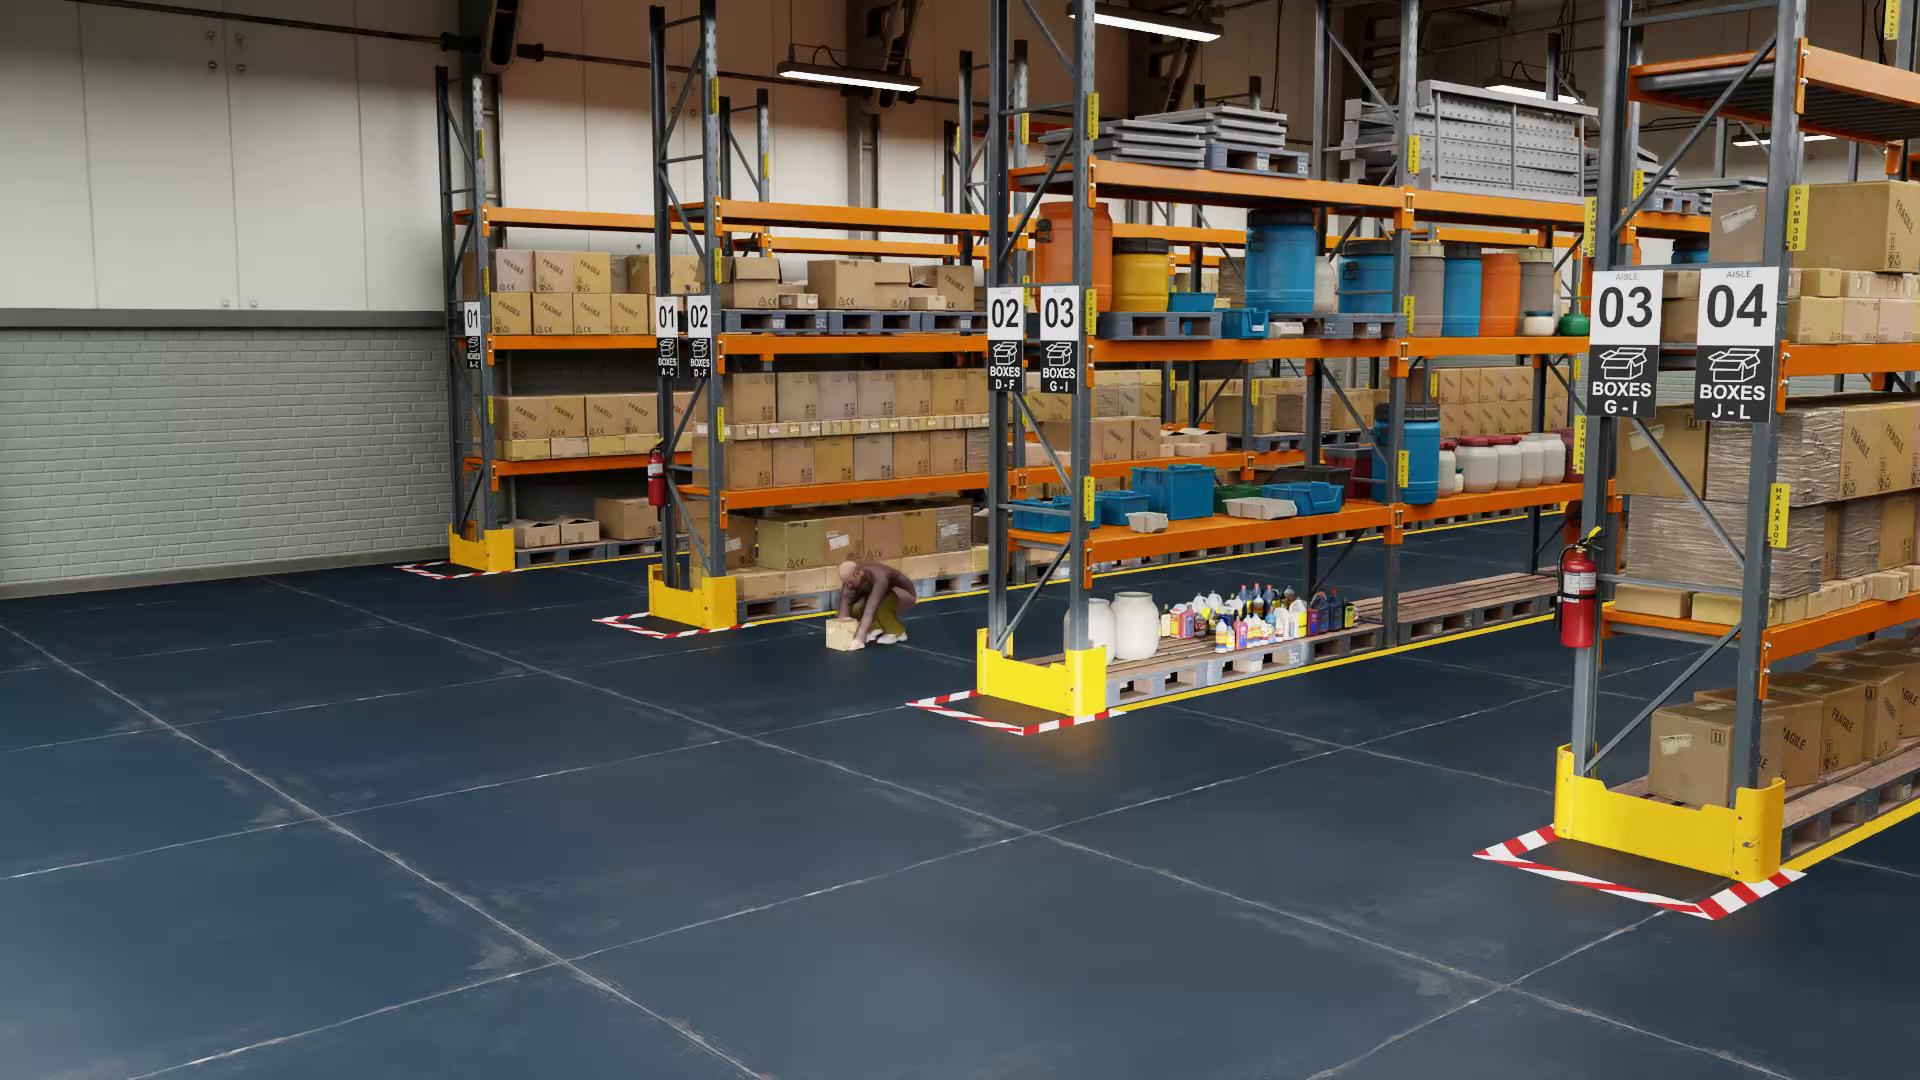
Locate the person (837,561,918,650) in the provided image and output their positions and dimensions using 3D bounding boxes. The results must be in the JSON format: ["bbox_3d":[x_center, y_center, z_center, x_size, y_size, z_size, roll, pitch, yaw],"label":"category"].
[{"bbox_3d":[-0.793,0.597,15.366,0.910,0.871,0.584,-6,10,-41],"label":"person"}]
